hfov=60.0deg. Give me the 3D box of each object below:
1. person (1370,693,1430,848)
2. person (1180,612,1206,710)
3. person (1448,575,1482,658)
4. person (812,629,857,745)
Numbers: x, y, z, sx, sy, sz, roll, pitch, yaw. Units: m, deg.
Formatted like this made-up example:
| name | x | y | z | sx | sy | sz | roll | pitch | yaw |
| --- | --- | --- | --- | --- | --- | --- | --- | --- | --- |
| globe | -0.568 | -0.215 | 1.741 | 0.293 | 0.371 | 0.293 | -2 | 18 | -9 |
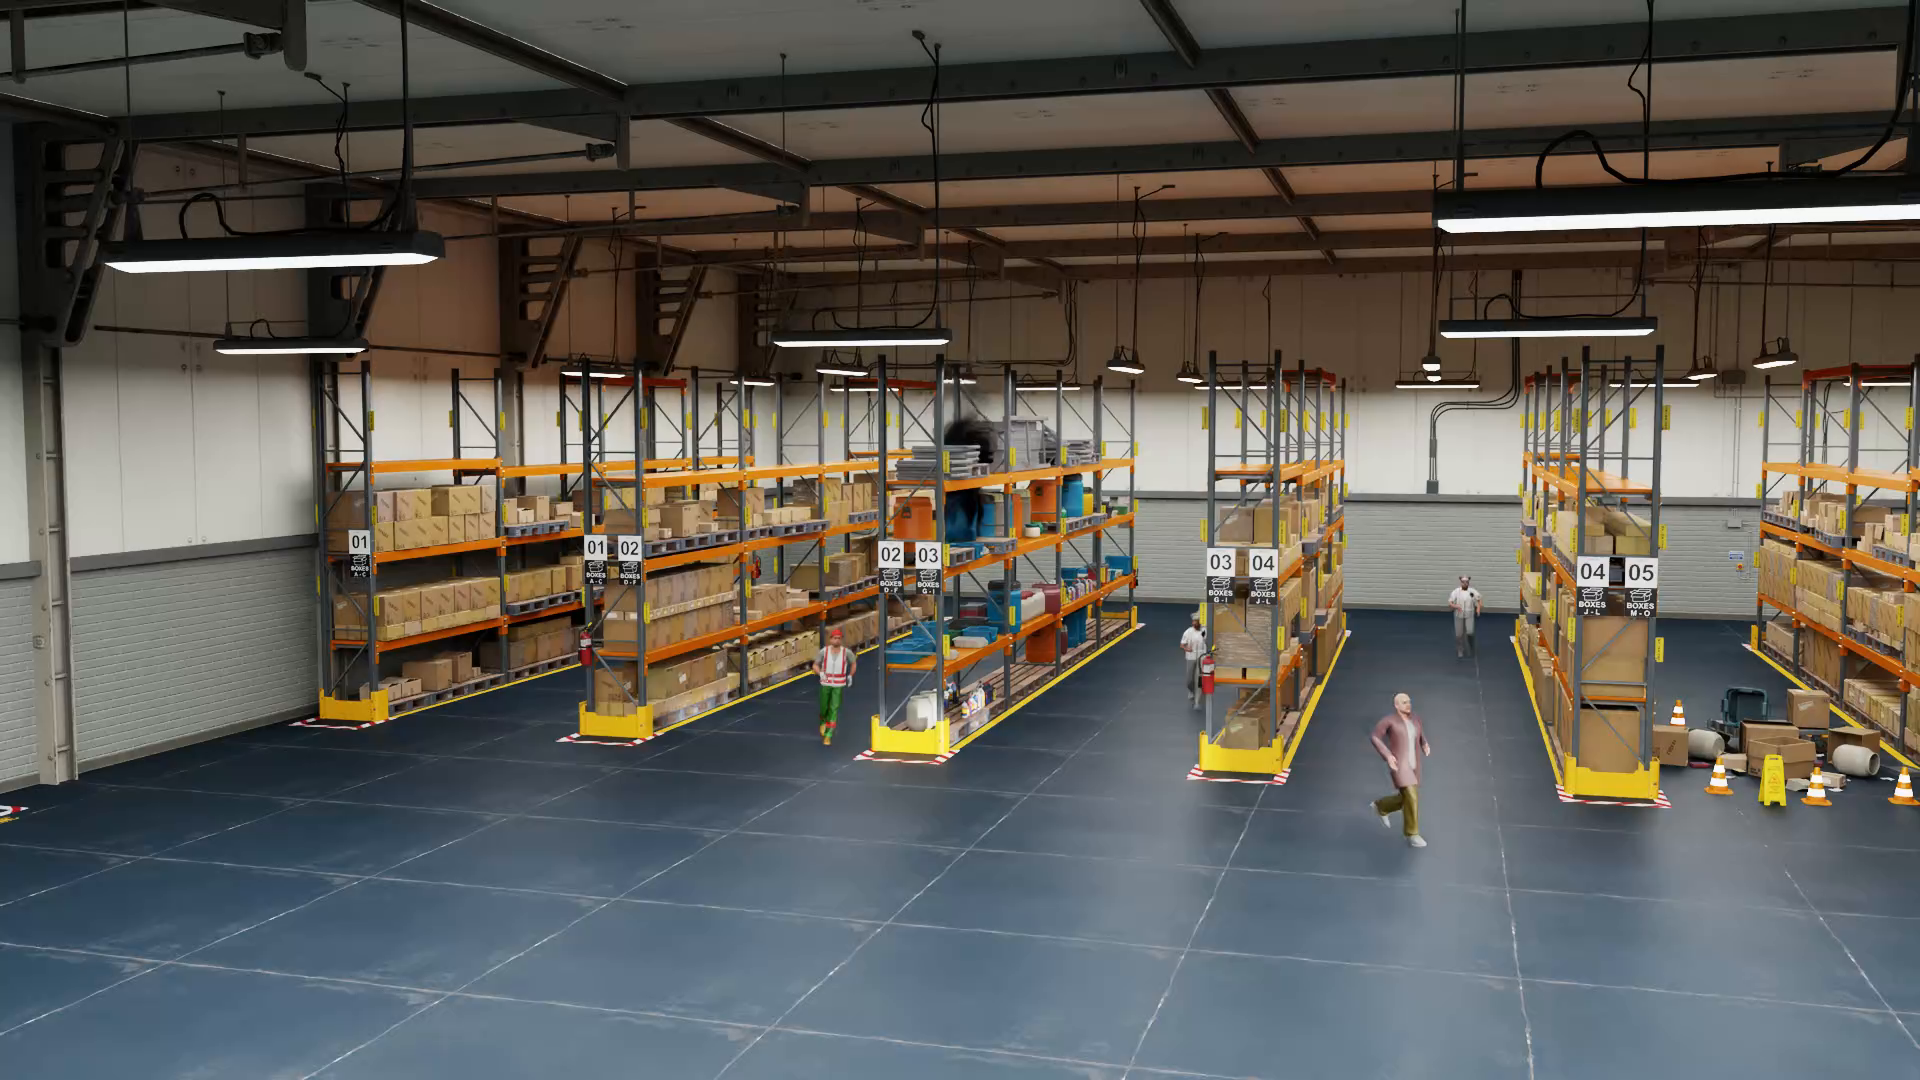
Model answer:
| name | x | y | z | sx | sy | sz | roll | pitch | yaw |
| --- | --- | --- | --- | --- | --- | --- | --- | --- | --- |
| person | 5.271 | 2.709 | 19.867 | 0.701 | 1.780 | 0.901 | -2 | 5 | -29 |
| person | 4.146 | 2.088 | 29.070 | 0.588 | 1.668 | 0.826 | 1 | 4 | 9 |
| person | 10.666 | 1.615 | 35.120 | 0.684 | 1.755 | 0.639 | 1 | 4 | 18 |
| person | -1.948 | 2.265 | 25.865 | 0.693 | 1.758 | 0.854 | 0 | 4 | -3 |
